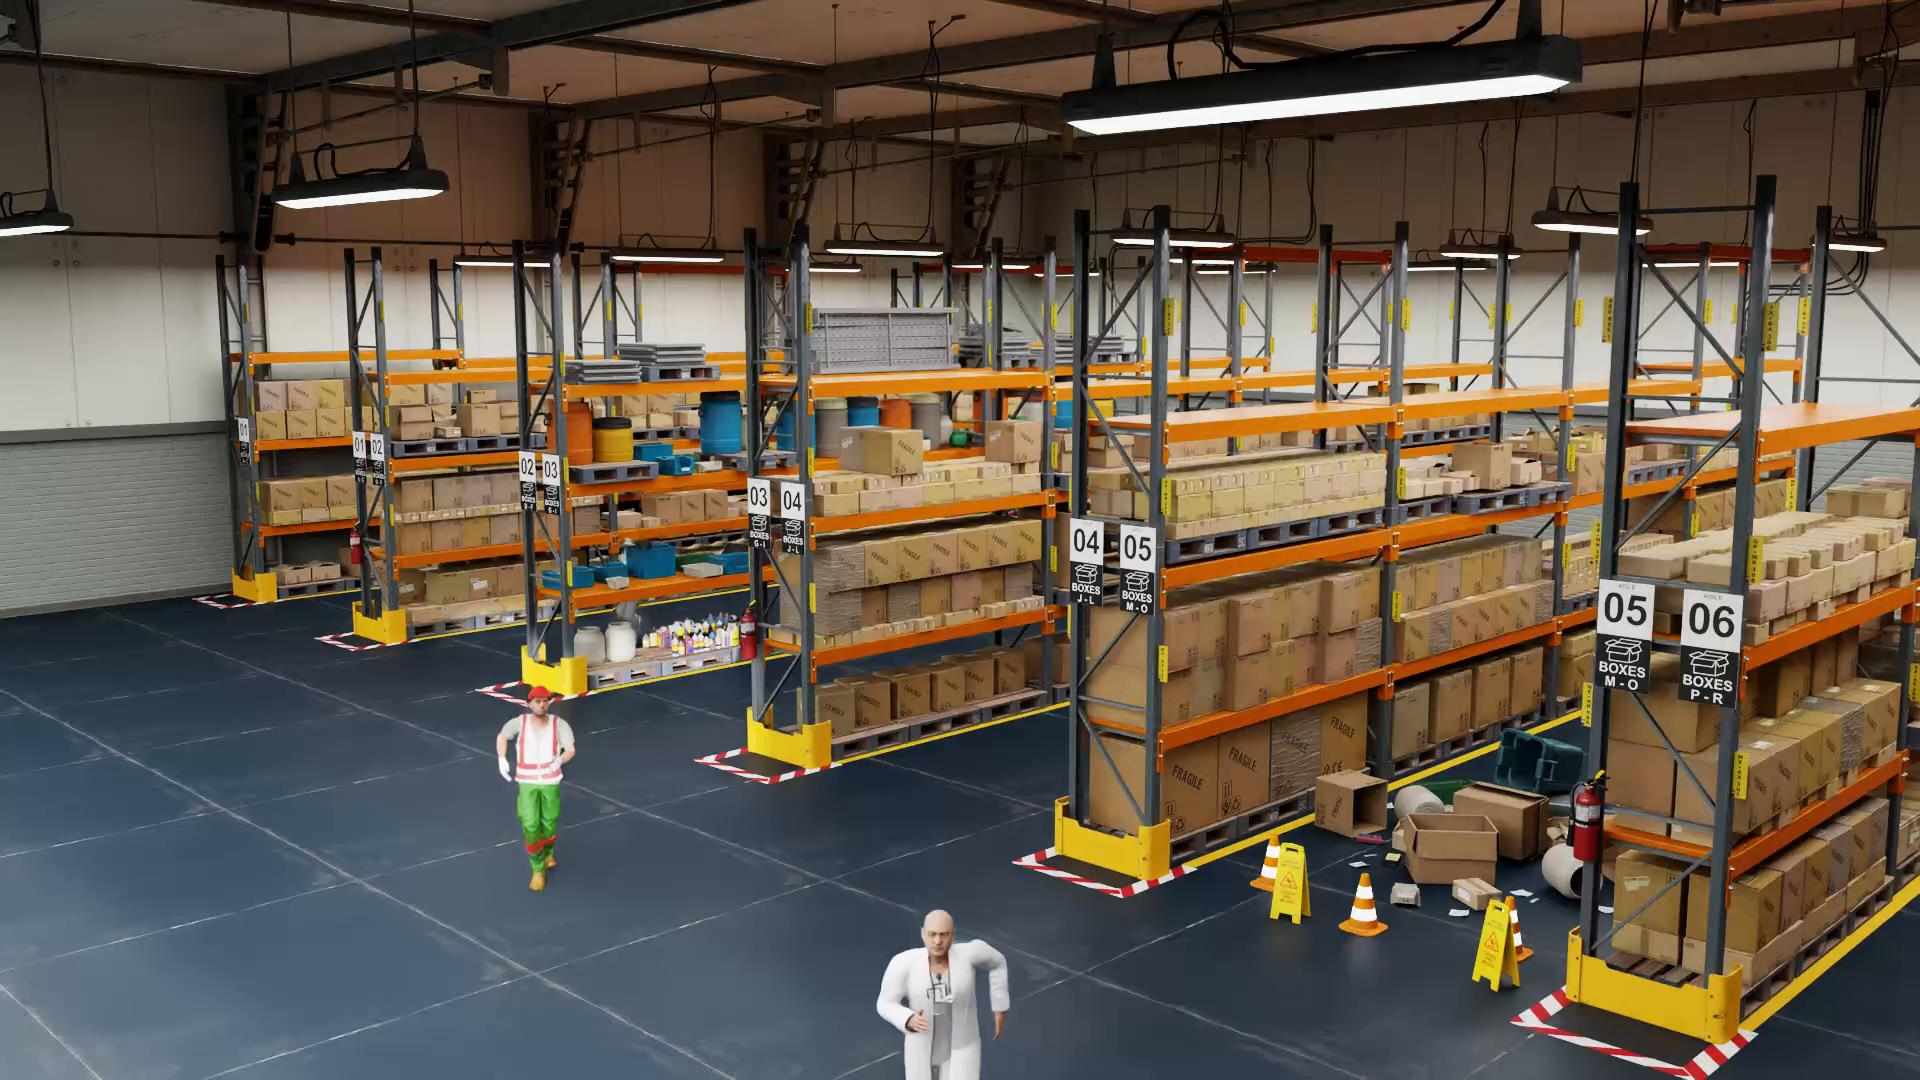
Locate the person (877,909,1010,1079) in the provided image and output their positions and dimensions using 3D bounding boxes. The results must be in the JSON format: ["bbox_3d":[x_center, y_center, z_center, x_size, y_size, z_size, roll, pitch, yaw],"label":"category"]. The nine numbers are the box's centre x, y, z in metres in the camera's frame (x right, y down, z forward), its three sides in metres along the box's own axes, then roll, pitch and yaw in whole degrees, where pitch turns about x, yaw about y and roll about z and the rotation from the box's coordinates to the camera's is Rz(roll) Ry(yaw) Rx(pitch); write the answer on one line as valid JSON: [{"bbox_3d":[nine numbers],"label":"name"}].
[{"bbox_3d":[-0.090,2.961,9.556,0.746,1.827,0.934,0,8,3],"label":"person"}]

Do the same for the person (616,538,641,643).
[{"bbox_3d":[-5.000,0.776,25.329,0.581,1.661,0.559,4,9,26],"label":"person"}]

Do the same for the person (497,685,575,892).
[{"bbox_3d":[-3.786,2.196,14.929,0.669,1.807,0.762,-3,9,-19],"label":"person"}]
